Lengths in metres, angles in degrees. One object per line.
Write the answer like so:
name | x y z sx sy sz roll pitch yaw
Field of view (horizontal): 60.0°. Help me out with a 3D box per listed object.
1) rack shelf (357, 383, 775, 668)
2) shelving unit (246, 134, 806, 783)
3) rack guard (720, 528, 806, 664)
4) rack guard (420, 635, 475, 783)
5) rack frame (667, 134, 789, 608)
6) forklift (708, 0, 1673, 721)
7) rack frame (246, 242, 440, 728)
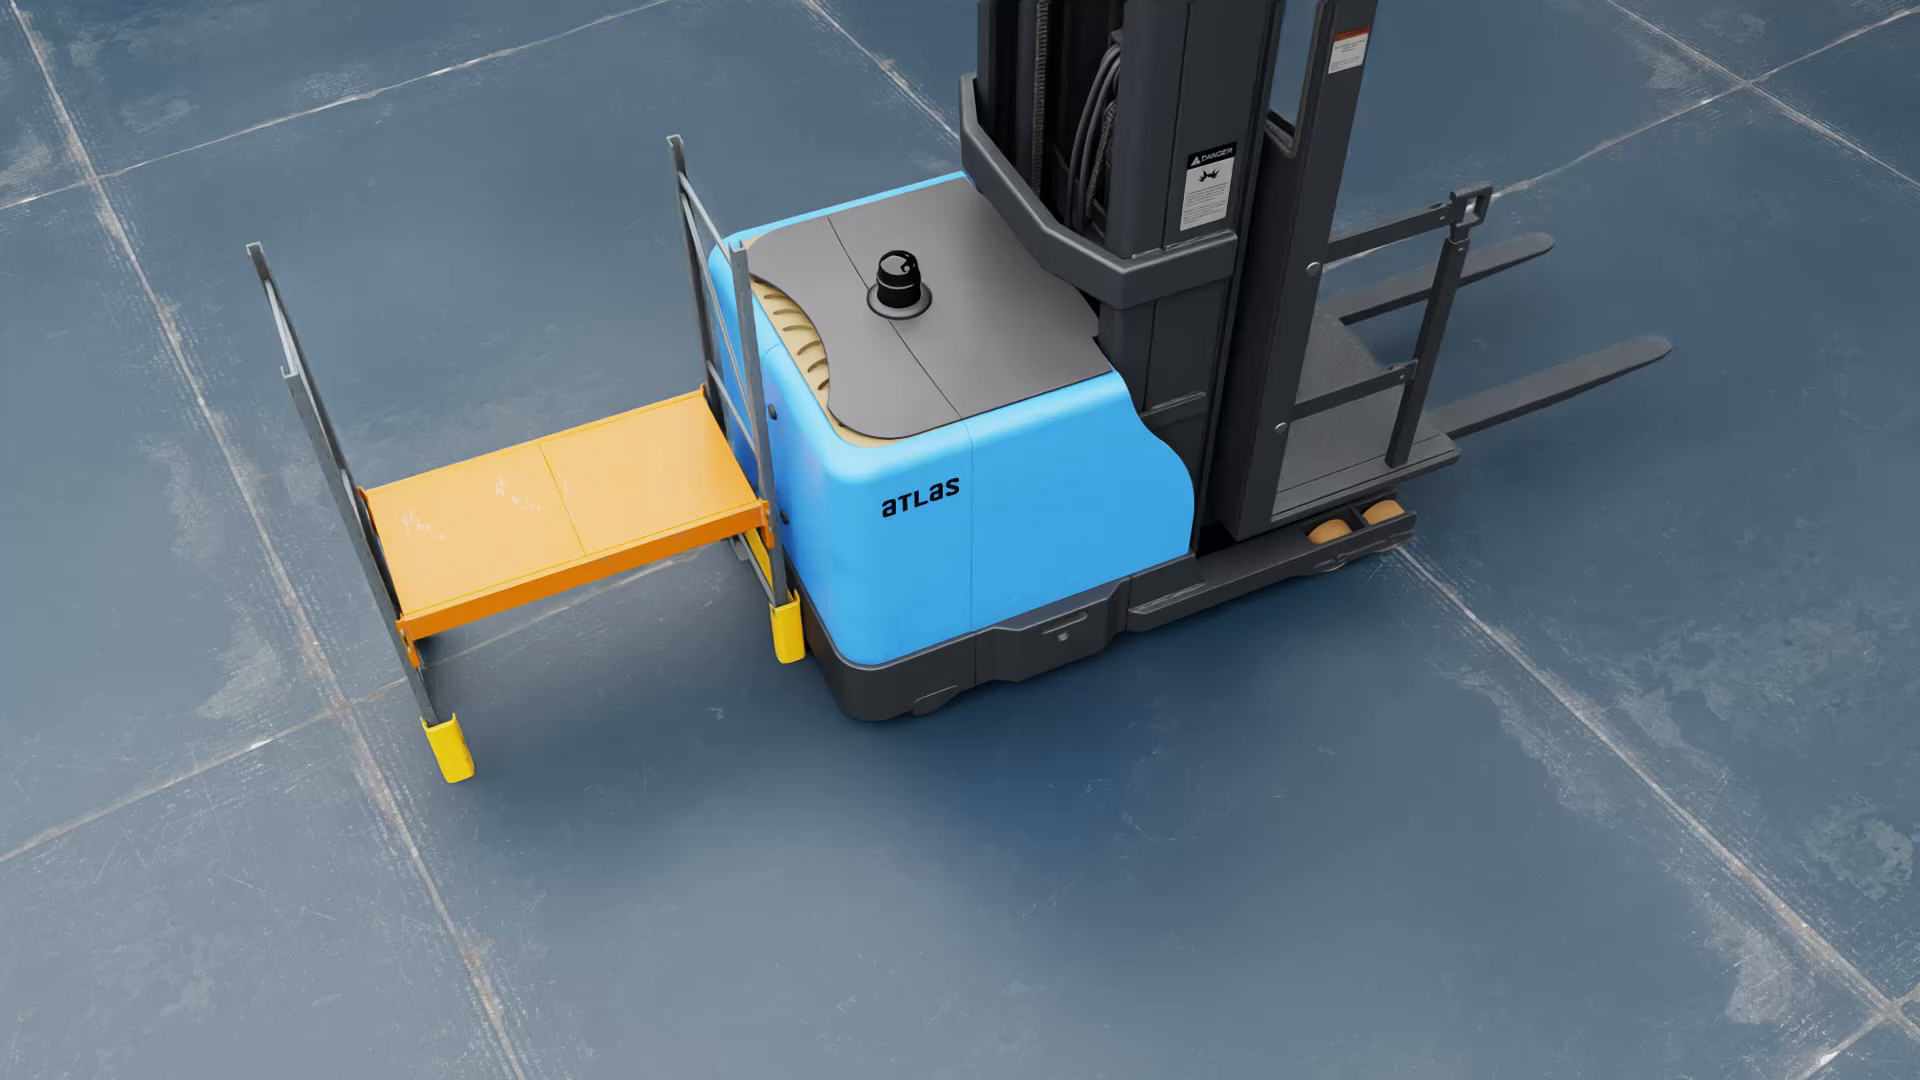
rack shelf | -1.073 -0.060 4.540 1.000 0.185 0.538 -19 51 -16
shelving unit | -1.064 -0.182 4.408 1.083 1.500 0.587 -19 51 -16
rack guard | -0.612 0.077 5.014 0.087 0.250 0.587 -19 51 -16
rack guard | -1.516 0.390 4.736 0.087 0.250 0.587 -19 51 -16
rack frame | -0.611 -0.339 4.547 0.032 1.500 0.500 -19 51 -16
forklift | 0.855 -1.218 4.372 3.031 2.935 1.130 -19 51 -16
rack frame | -1.534 -0.020 4.264 0.032 1.500 0.500 -19 51 -16
